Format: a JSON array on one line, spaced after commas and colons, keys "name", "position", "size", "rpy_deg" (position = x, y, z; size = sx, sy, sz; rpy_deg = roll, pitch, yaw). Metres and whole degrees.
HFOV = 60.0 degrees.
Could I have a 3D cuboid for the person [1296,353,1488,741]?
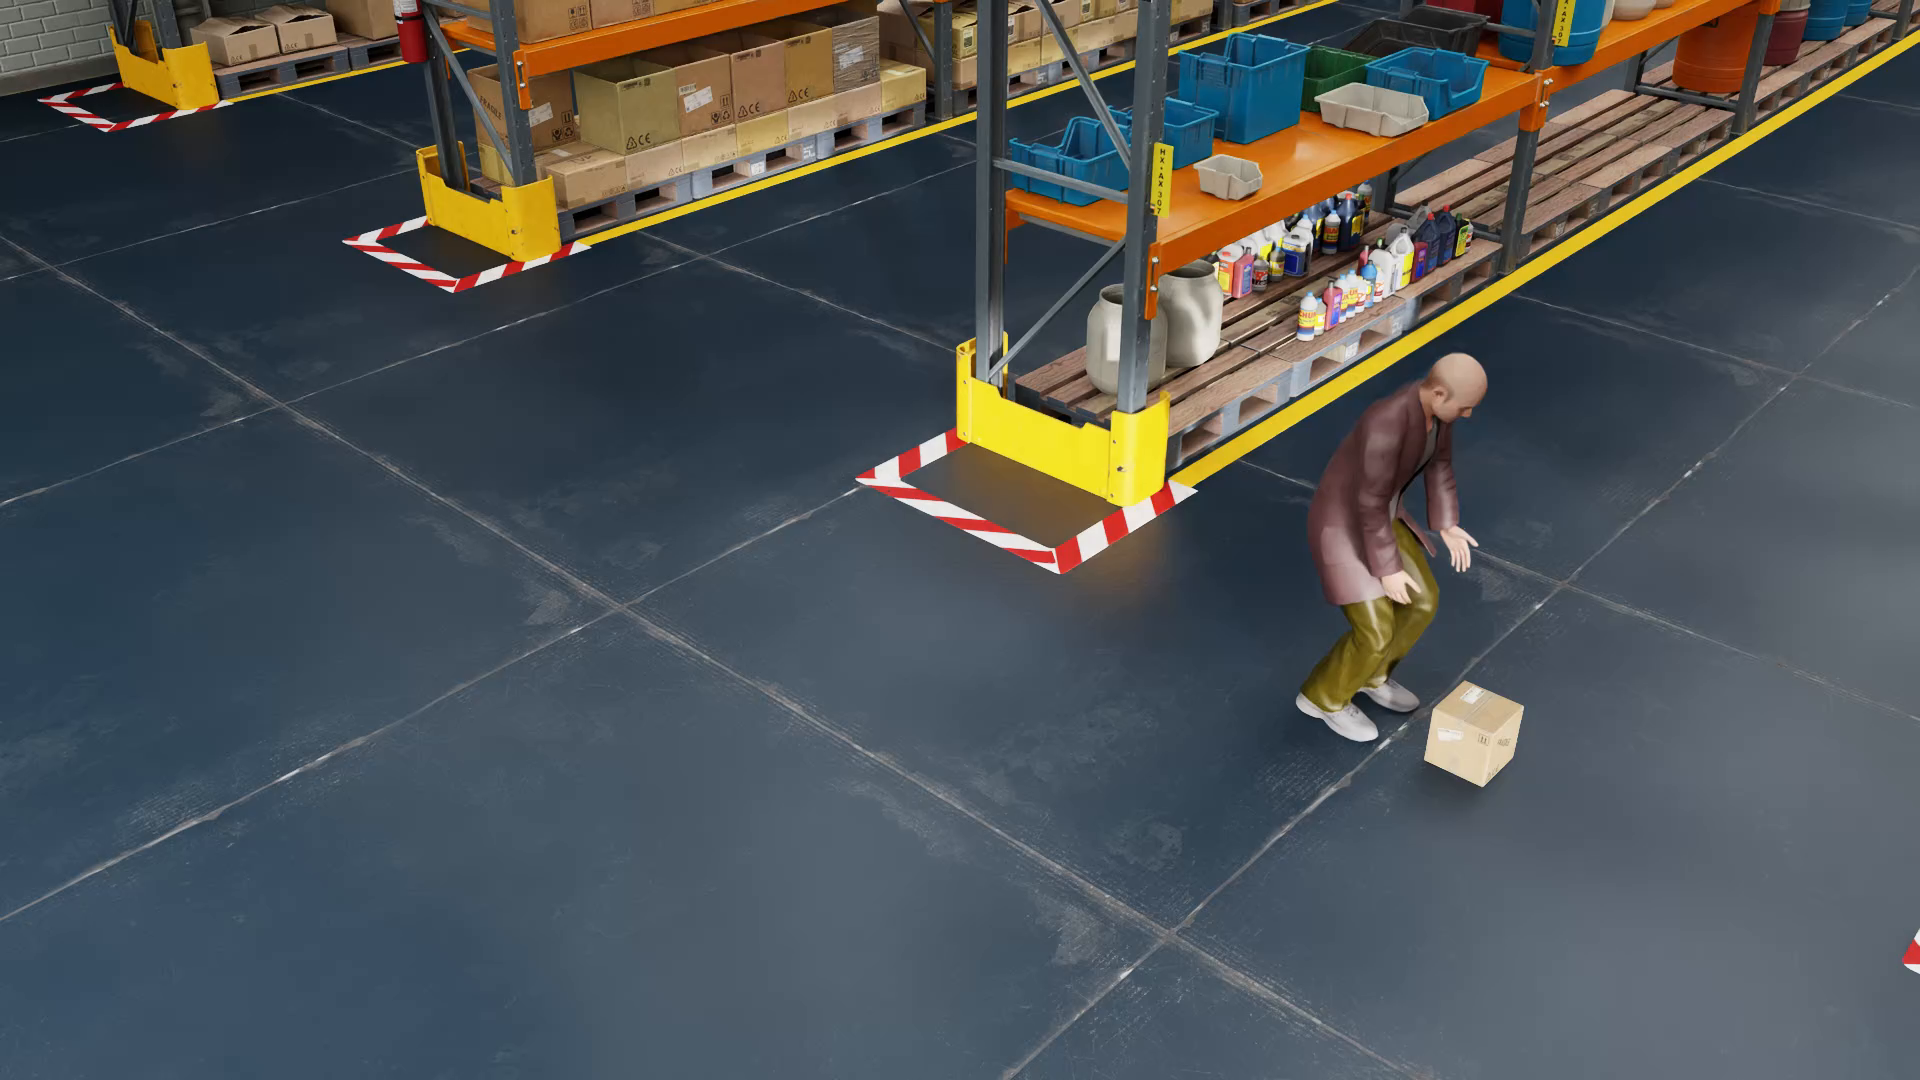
[{"name": "person", "position": [1.627, -0.018, 6.348], "size": [0.564, 1.611, 0.620], "rpy_deg": [26, 39, 36]}]
